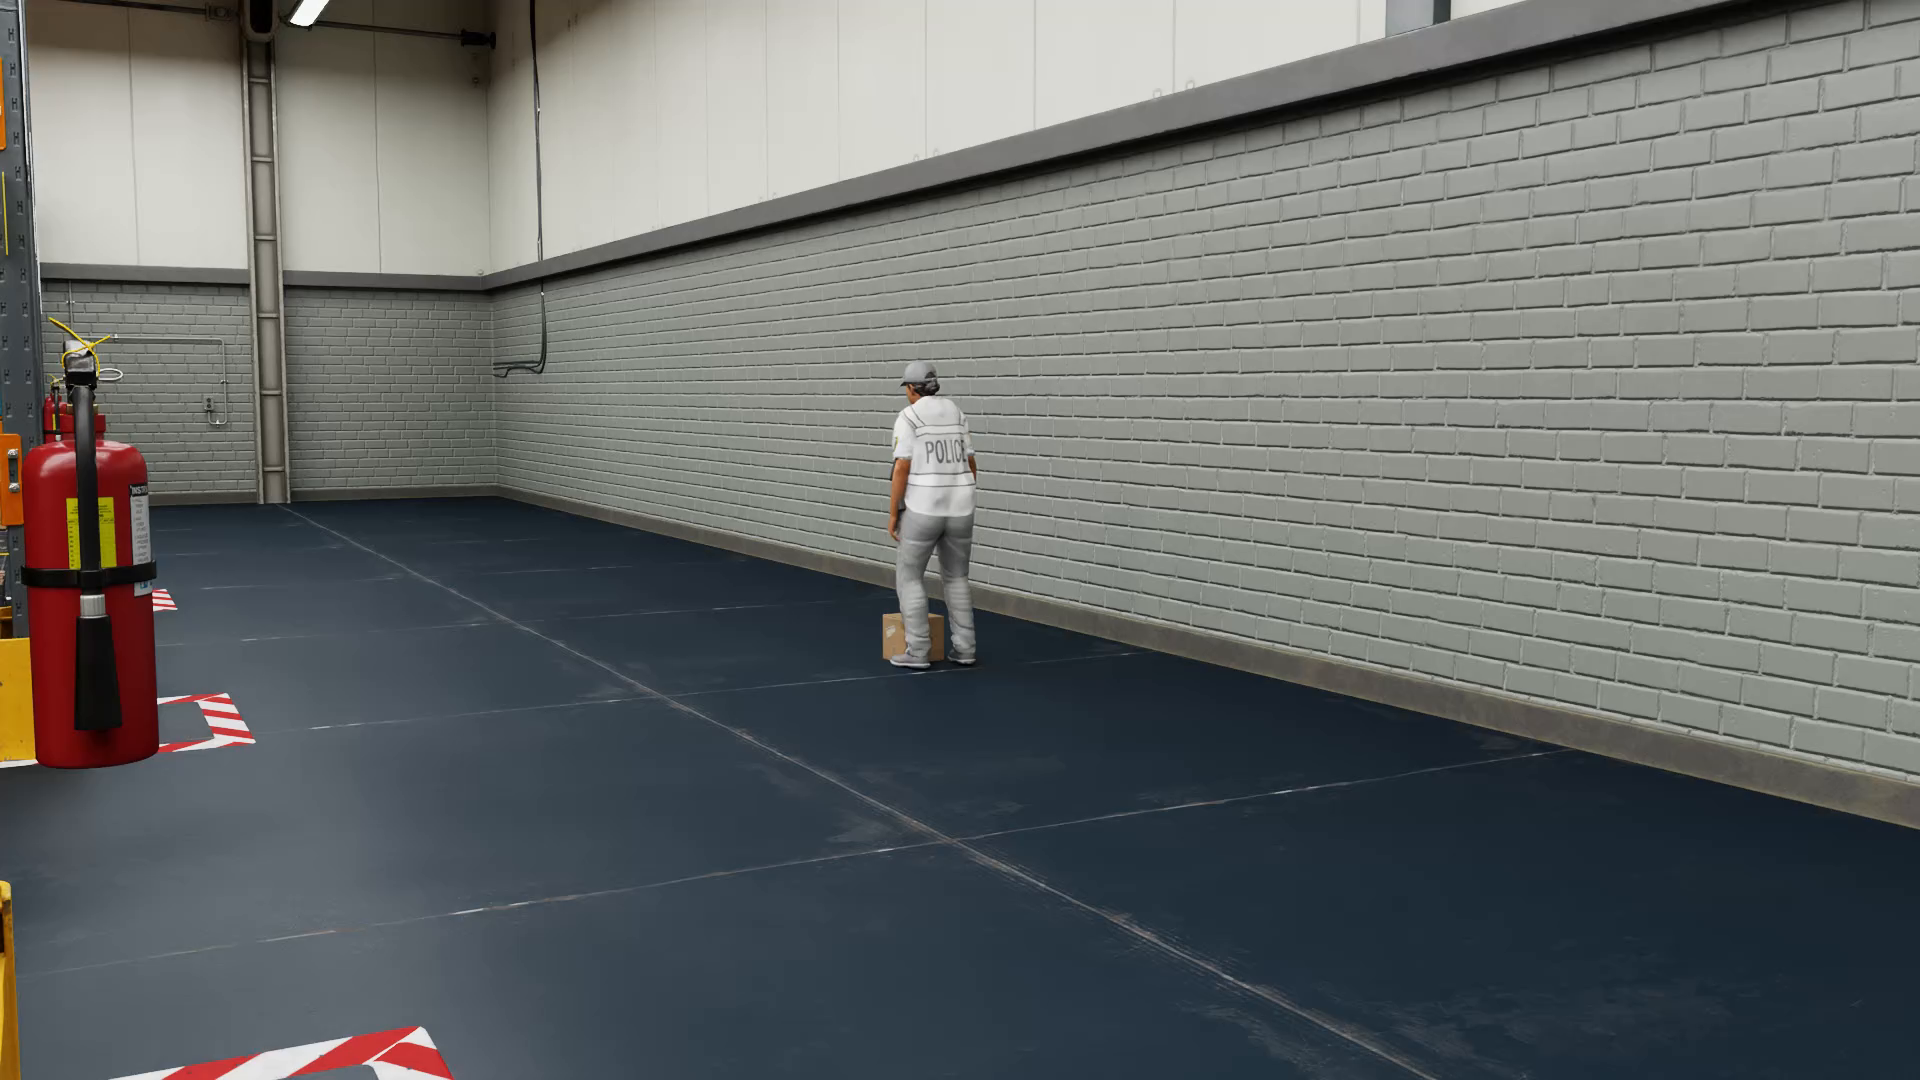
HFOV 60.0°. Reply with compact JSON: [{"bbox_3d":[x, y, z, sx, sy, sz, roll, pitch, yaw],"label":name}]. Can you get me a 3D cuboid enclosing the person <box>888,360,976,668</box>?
[{"bbox_3d":[-0.150,-0.142,9.049,0.559,1.665,0.469,-3,6,-32],"label":"person"}]
